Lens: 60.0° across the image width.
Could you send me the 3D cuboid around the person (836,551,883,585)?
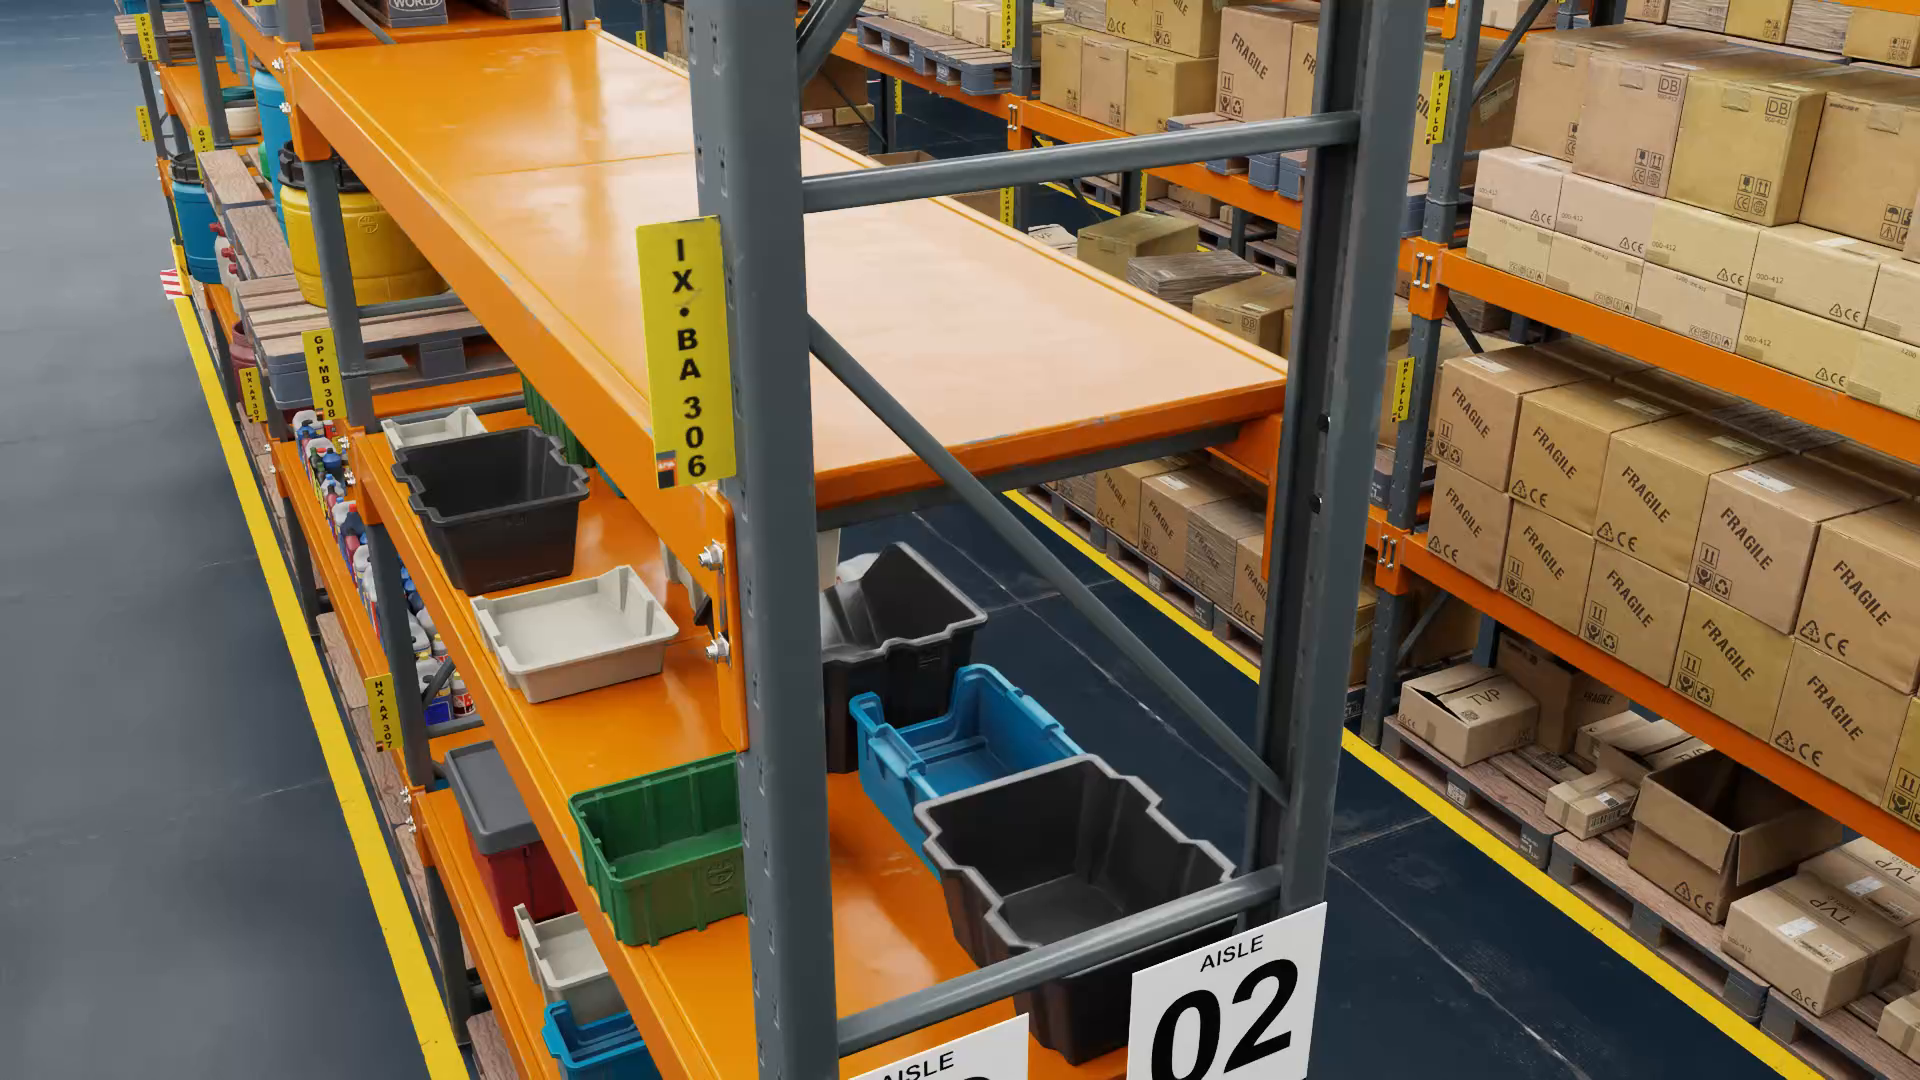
[{"bbox_3d":[-0.498,0.516,9.344,0.863,0.917,0.421,-15,29,-27],"label":"person"}]
